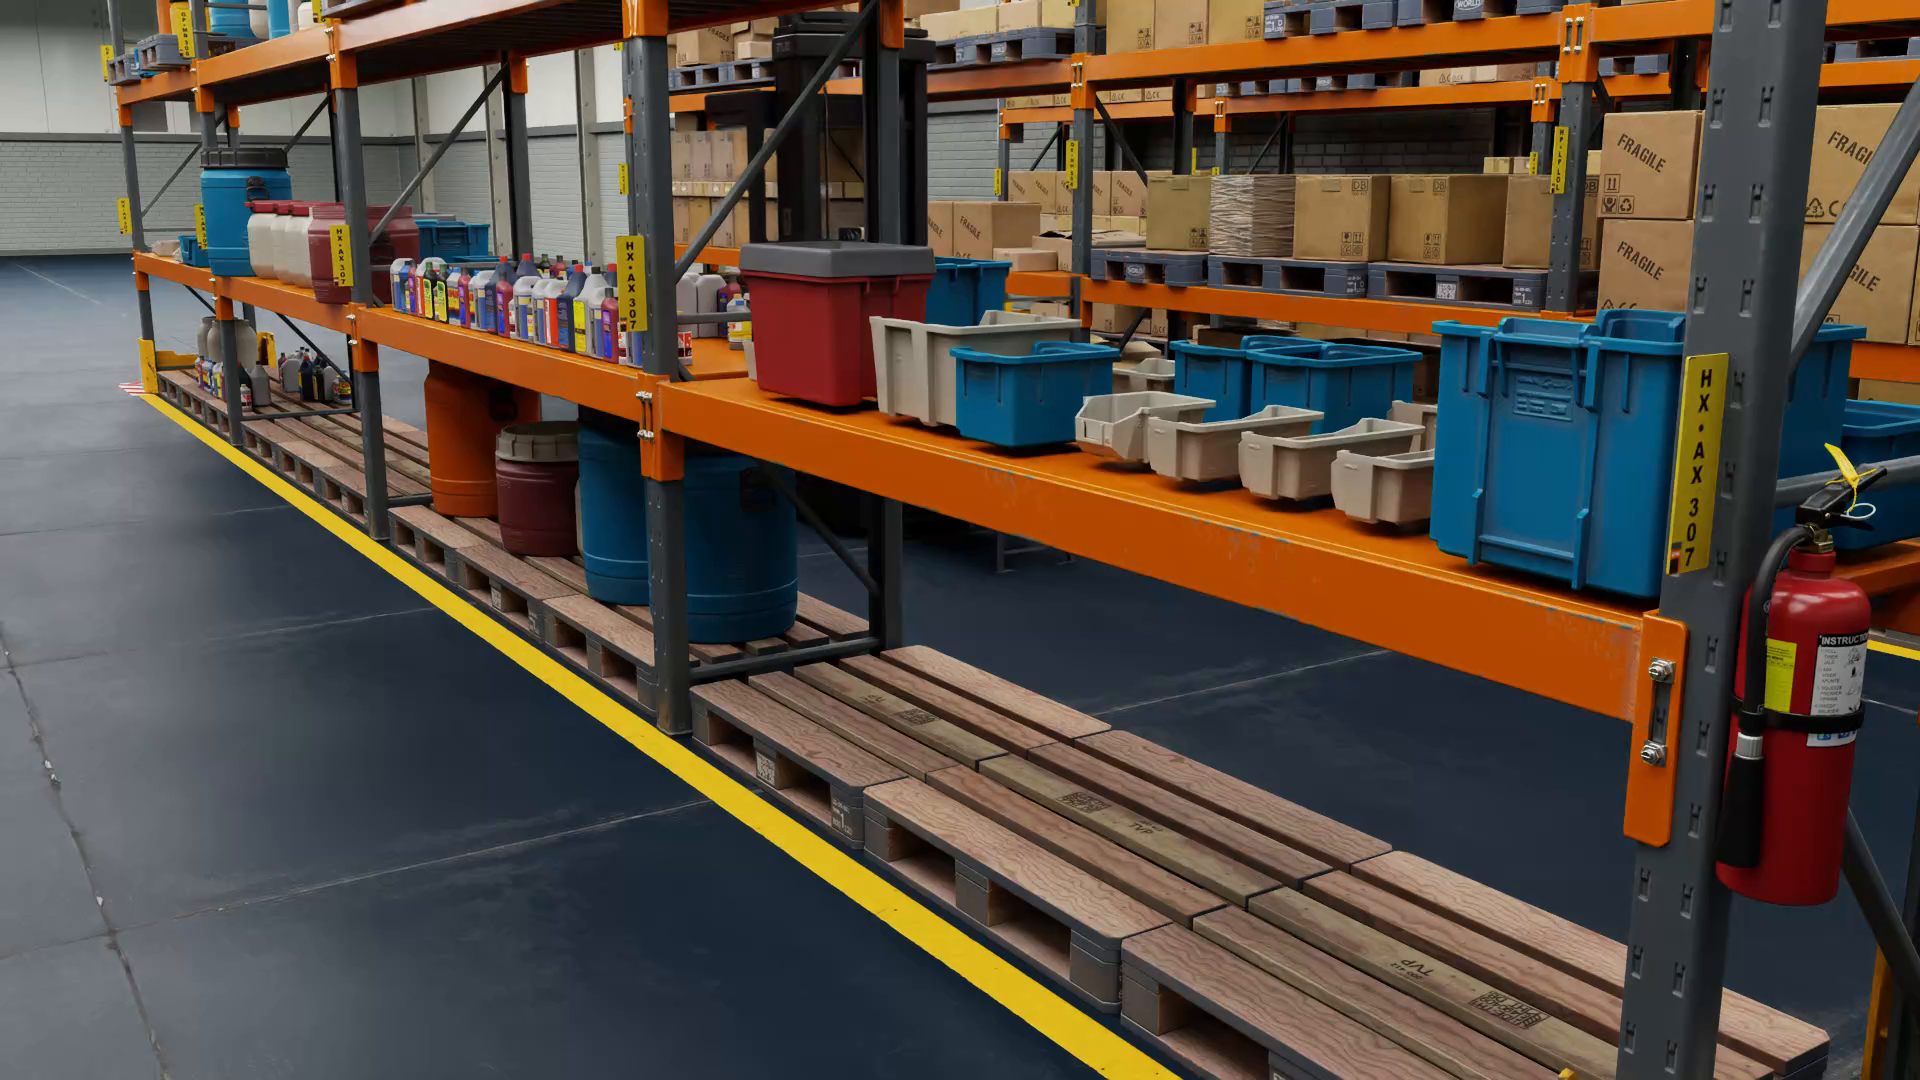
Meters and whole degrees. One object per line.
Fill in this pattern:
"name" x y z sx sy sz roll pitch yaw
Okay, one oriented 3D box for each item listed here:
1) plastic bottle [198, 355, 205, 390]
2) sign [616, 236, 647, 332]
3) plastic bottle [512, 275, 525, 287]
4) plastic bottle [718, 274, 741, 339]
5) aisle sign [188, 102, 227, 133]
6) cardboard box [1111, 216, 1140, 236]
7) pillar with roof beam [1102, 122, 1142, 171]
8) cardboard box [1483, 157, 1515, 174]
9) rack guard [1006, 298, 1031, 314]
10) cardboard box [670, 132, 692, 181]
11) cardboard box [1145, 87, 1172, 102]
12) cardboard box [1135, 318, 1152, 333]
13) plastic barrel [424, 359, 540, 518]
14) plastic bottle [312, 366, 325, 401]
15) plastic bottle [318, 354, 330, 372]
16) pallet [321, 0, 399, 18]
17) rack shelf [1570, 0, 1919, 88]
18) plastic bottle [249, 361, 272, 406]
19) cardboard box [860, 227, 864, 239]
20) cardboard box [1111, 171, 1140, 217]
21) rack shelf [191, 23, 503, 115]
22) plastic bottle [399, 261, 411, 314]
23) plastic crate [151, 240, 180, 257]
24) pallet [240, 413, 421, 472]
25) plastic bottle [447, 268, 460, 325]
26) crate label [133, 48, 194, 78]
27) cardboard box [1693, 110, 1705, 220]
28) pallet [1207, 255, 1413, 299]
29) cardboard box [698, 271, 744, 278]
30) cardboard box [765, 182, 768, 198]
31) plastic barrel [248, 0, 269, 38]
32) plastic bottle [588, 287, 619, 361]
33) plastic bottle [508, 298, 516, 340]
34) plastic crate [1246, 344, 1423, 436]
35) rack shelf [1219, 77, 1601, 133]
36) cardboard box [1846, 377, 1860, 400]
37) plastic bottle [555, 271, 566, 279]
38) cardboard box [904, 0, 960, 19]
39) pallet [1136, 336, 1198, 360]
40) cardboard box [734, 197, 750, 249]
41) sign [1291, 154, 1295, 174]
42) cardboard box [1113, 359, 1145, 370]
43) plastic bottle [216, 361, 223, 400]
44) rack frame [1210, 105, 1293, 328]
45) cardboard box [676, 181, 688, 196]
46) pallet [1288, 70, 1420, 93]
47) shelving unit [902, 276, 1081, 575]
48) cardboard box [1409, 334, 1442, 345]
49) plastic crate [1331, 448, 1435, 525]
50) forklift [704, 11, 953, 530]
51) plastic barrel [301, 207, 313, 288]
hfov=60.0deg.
"plastic bottle" -6.465 -1.432 14.217 0.061 0.283 0.133 -8 15 -32
"sign" -1.130 -0.882 5.726 0.100 0.325 0.005 -8 15 -33
"plastic bottle" -1.954 -1.049 7.438 0.097 0.271 0.097 0 12 0
"plastic bottle" -1.012 -1.028 7.316 0.061 0.283 0.133 -8 15 -33
"aisle sign" -7.113 -4.264 15.753 0.394 0.787 0.004 -8 15 -33
"cardboard box" 2.068 -3.569 18.966 0.500 0.250 0.500 -8 15 -33
"pillar with roof beam" -1.549 -6.518 18.101 9.100 9.000 0.400 -8 15 -33
"cardboard box" 4.953 -3.390 15.058 0.380 0.149 0.250 -11 17 -42
"rack guard" 0.969 -2.884 21.379 1.175 0.500 0.348 -8 15 -33
"cardboard box" -2.621 -4.027 17.486 0.700 0.500 0.500 -9 15 -34
"cardboard box" 2.388 -5.083 18.282 0.500 0.500 0.500 -10 16 -37
"cardboard box" 2.274 -2.516 19.490 0.380 0.149 0.250 -10 16 -37
"plastic barrel" -2.602 -0.583 9.104 0.600 0.830 0.708 -8 15 -33
"plastic bottle" -5.206 -1.273 13.488 0.061 0.283 0.133 -8 15 -33
"plastic bottle" -5.206 -1.348 13.675 0.144 0.351 0.185 -8 14 -31
"pallet" -2.545 -2.749 8.330 1.003 0.211 1.213 -8 15 -33
"rack shelf" 4.562 -2.156 6.860 1.077 0.370 4.000 -8 15 -33
"plastic bottle" -5.581 -1.253 13.240 0.144 0.351 0.185 -8 15 -33
"cardboard box" -0.669 -2.664 14.876 0.500 0.250 0.500 -7 14 -29
"cardboard box" 2.073 -3.936 18.890 0.500 0.500 0.500 -9 15 -34
"rack shelf" -3.996 -2.993 10.688 1.077 0.370 4.000 -8 15 -33
"plastic bottle" -2.876 -1.321 8.683 0.097 0.271 0.097 0 12 0
"plastic crate" -7.092 -2.620 14.938 0.298 0.136 0.250 -8 15 -33
"pallet" -4.636 -0.737 12.239 1.003 0.211 1.213 -8 15 -33
"plastic bottle" -2.417 -1.174 8.011 0.097 0.271 0.097 0 12 0
"crate label" -6.558 -3.967 13.806 0.502 0.251 0.408 -8 15 -33
"cardboard box" 3.767 -1.726 7.658 0.500 0.500 0.500 -9 15 -35
"pallet" 2.319 -1.670 10.425 1.003 0.211 1.213 -8 15 -33
"cardboard box" -2.650 -2.700 18.383 0.500 0.500 0.500 -8 15 -33
"cardboard box" -1.736 -3.346 15.888 0.380 0.149 0.250 -8 15 -33
"plastic barrel" -5.179 -4.059 12.638 0.421 0.512 0.421 0 12 0
"plastic bottle" -1.361 -0.848 6.508 0.152 0.276 0.135 -8 15 -33
"plastic bottle" -1.931 -0.984 7.304 0.097 0.201 0.097 0 12 0
"plastic crate" 0.952 -0.365 4.260 0.416 0.233 0.300 -8 15 -33
"rack shelf" 4.252 -4.165 16.050 1.077 0.370 4.000 -8 15 -33
"cardboard box" 6.613 -1.397 12.779 0.750 0.750 0.750 -8 14 -31
"plastic bottle" -2.132 -1.341 8.937 0.097 0.201 0.097 0 12 0
"cardboard box" -0.335 -4.571 13.833 0.500 0.500 0.500 -6 14 -27
"pallet" 2.742 -2.160 18.745 1.003 0.211 1.213 -8 15 -33
"cardboard box" -1.802 -3.130 16.419 0.700 0.500 0.500 -8 15 -32
"sign" 3.604 -4.039 18.100 0.100 0.325 0.005 -8 15 -33
"cardboard box" 1.252 -0.988 11.678 0.500 0.500 0.500 -7 14 -30
"plastic bottle" -5.986 -1.327 13.581 0.144 0.351 0.185 -8 15 -33
"rack frame" 3.144 -3.407 17.921 1.000 3.000 0.127 -8 15 -33
"cardboard box" -2.733 -3.666 17.350 0.380 0.149 0.250 -8 15 -34
"pallet" 3.974 -4.474 16.219 1.213 0.211 1.003 -8 15 -33
"shelving unit" 0.133 -0.678 8.952 0.538 1.500 1.048 -7 14 -30
"cardboard box" 4.729 -1.917 15.927 0.700 0.500 0.500 -8 15 -33
"plastic crate" 0.942 -0.124 3.386 0.396 0.136 0.243 -8 15 -33
"forklift" -0.915 -1.755 10.525 1.130 2.935 3.031 -7 14 -30
"plastic barrel" -3.869 -1.810 10.357 0.421 0.512 0.421 0 12 0
